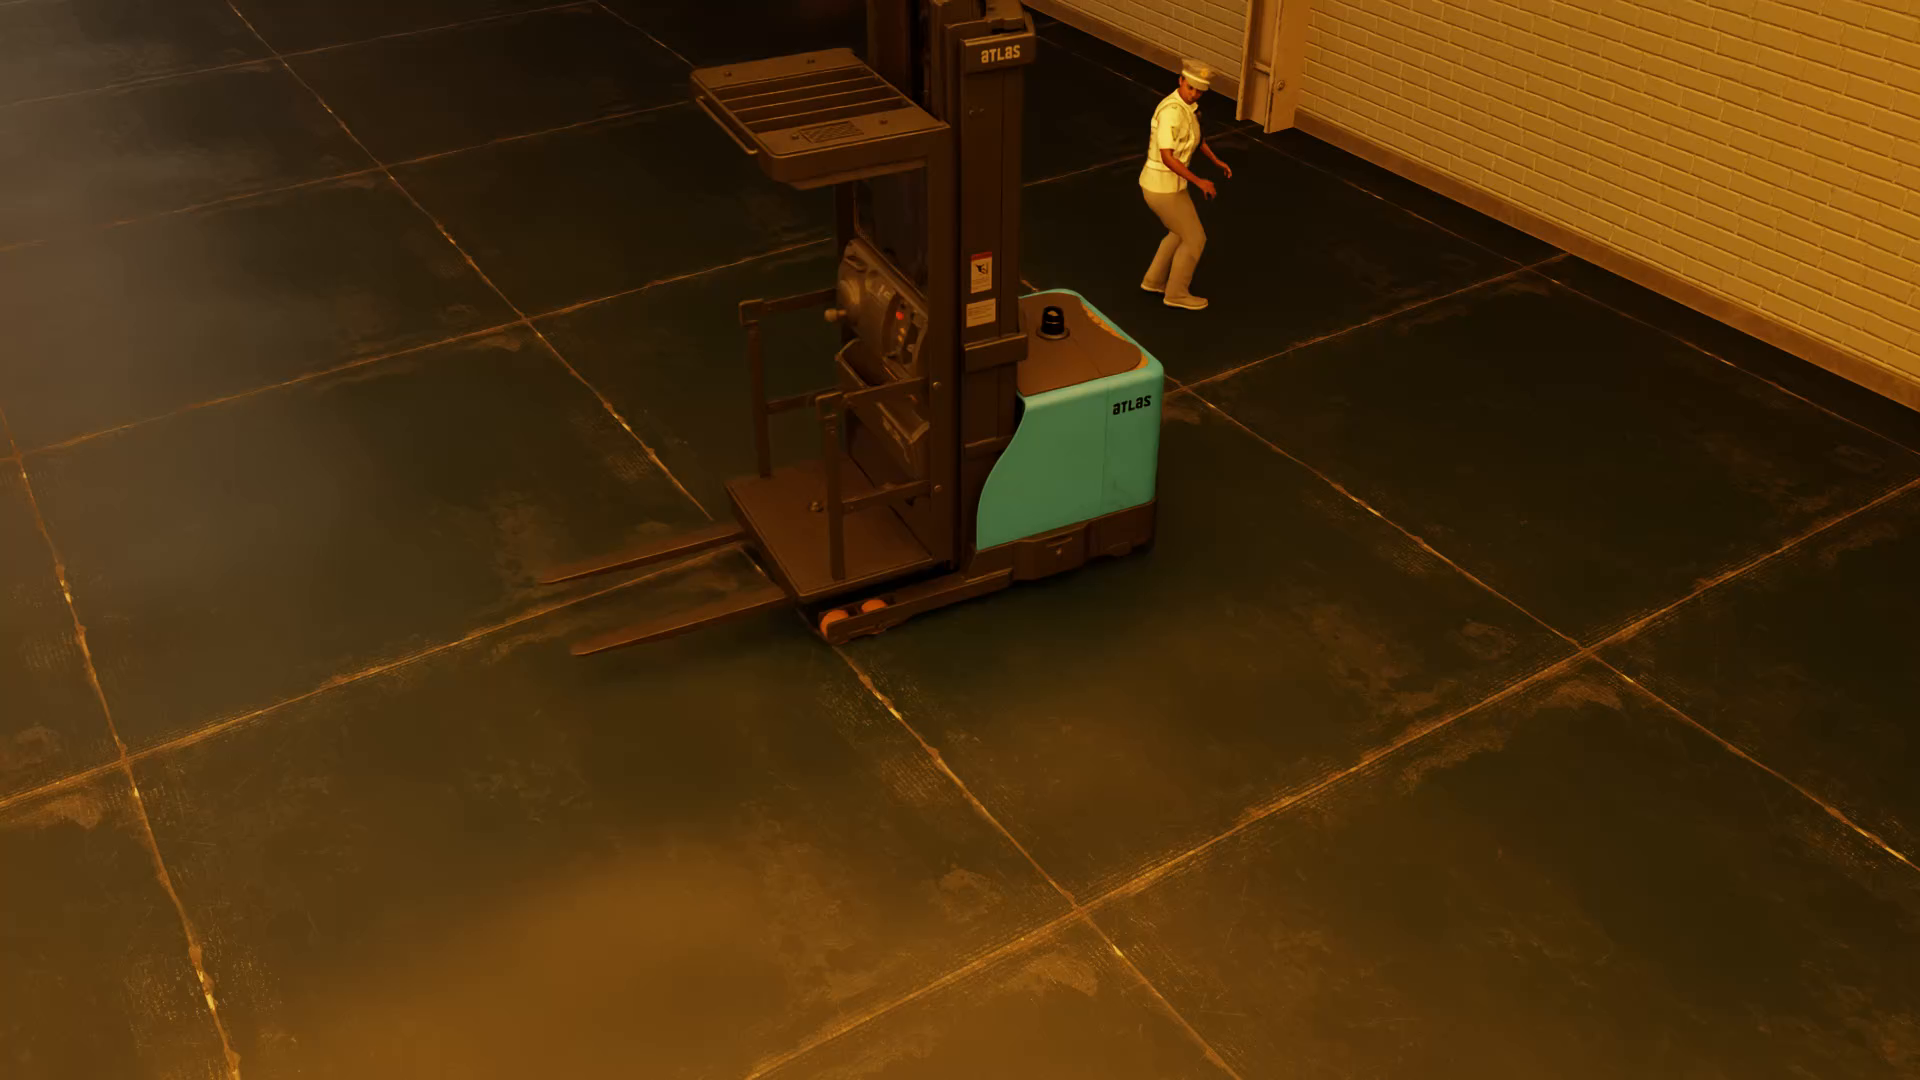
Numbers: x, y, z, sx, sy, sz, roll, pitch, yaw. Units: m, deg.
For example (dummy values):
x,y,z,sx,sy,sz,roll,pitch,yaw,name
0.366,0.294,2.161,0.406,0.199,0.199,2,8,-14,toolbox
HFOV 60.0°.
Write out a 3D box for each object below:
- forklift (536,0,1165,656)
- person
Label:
x,y,z,sx,sy,sz,roll,pitch,yaw,name
-0.548,-1.044,7.633,3.031,2.935,1.130,-16,38,-21,forklift
1.424,-2.232,10.505,0.577,1.630,0.691,5,35,7,person
